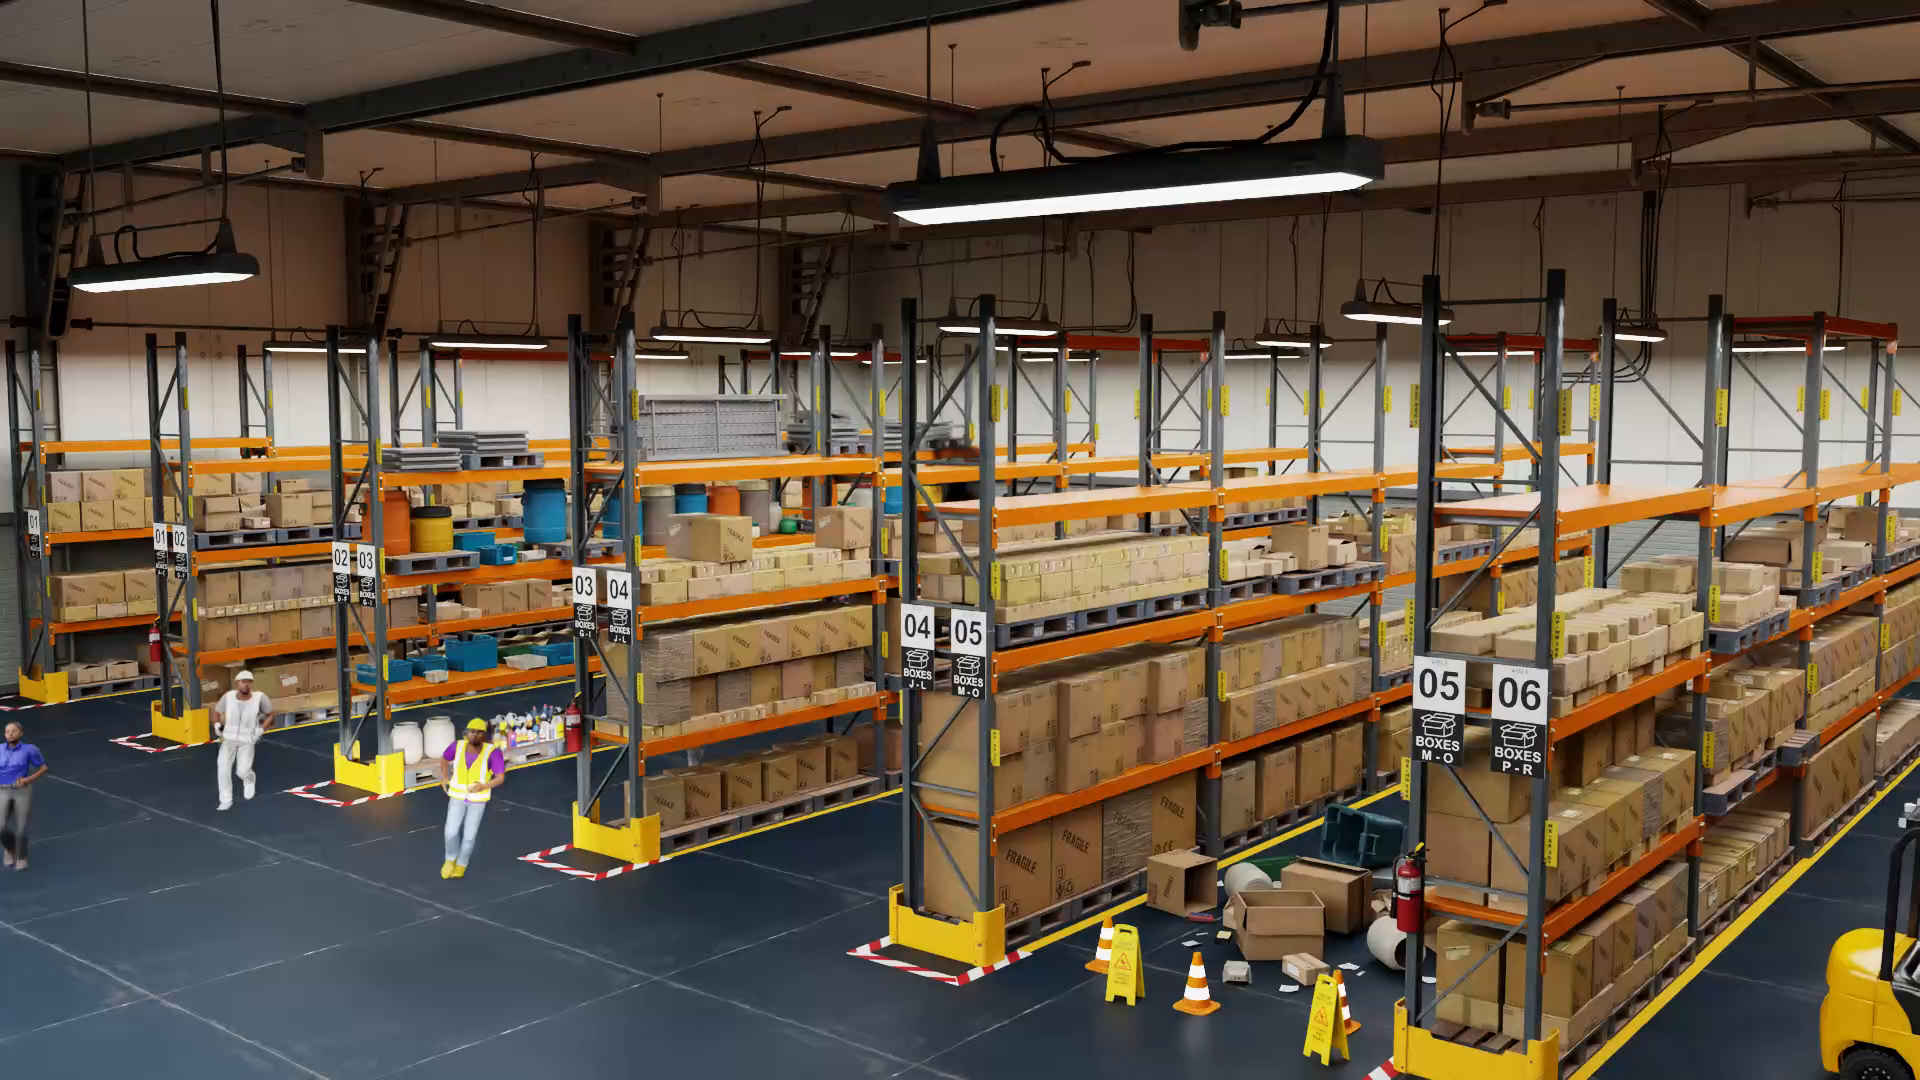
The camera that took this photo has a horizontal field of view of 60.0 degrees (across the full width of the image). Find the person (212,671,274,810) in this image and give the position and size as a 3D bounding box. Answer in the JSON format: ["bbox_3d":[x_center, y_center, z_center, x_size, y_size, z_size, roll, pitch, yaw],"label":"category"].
[{"bbox_3d":[-8.912,2.469,20.642,0.697,1.699,0.576,-1,5,-10],"label":"person"}]

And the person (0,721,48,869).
[{"bbox_3d":[-10.129,2.791,17.805,0.642,1.528,0.522,-1,5,-15],"label":"person"}]

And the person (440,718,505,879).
[{"bbox_3d":[-5.148,2.725,17.547,0.697,1.727,0.613,-1,5,-9],"label":"person"}]

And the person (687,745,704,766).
[{"bbox_3d":[-3.569,2.348,22.499,0.614,1.631,0.575,3,6,29],"label":"person"}]
